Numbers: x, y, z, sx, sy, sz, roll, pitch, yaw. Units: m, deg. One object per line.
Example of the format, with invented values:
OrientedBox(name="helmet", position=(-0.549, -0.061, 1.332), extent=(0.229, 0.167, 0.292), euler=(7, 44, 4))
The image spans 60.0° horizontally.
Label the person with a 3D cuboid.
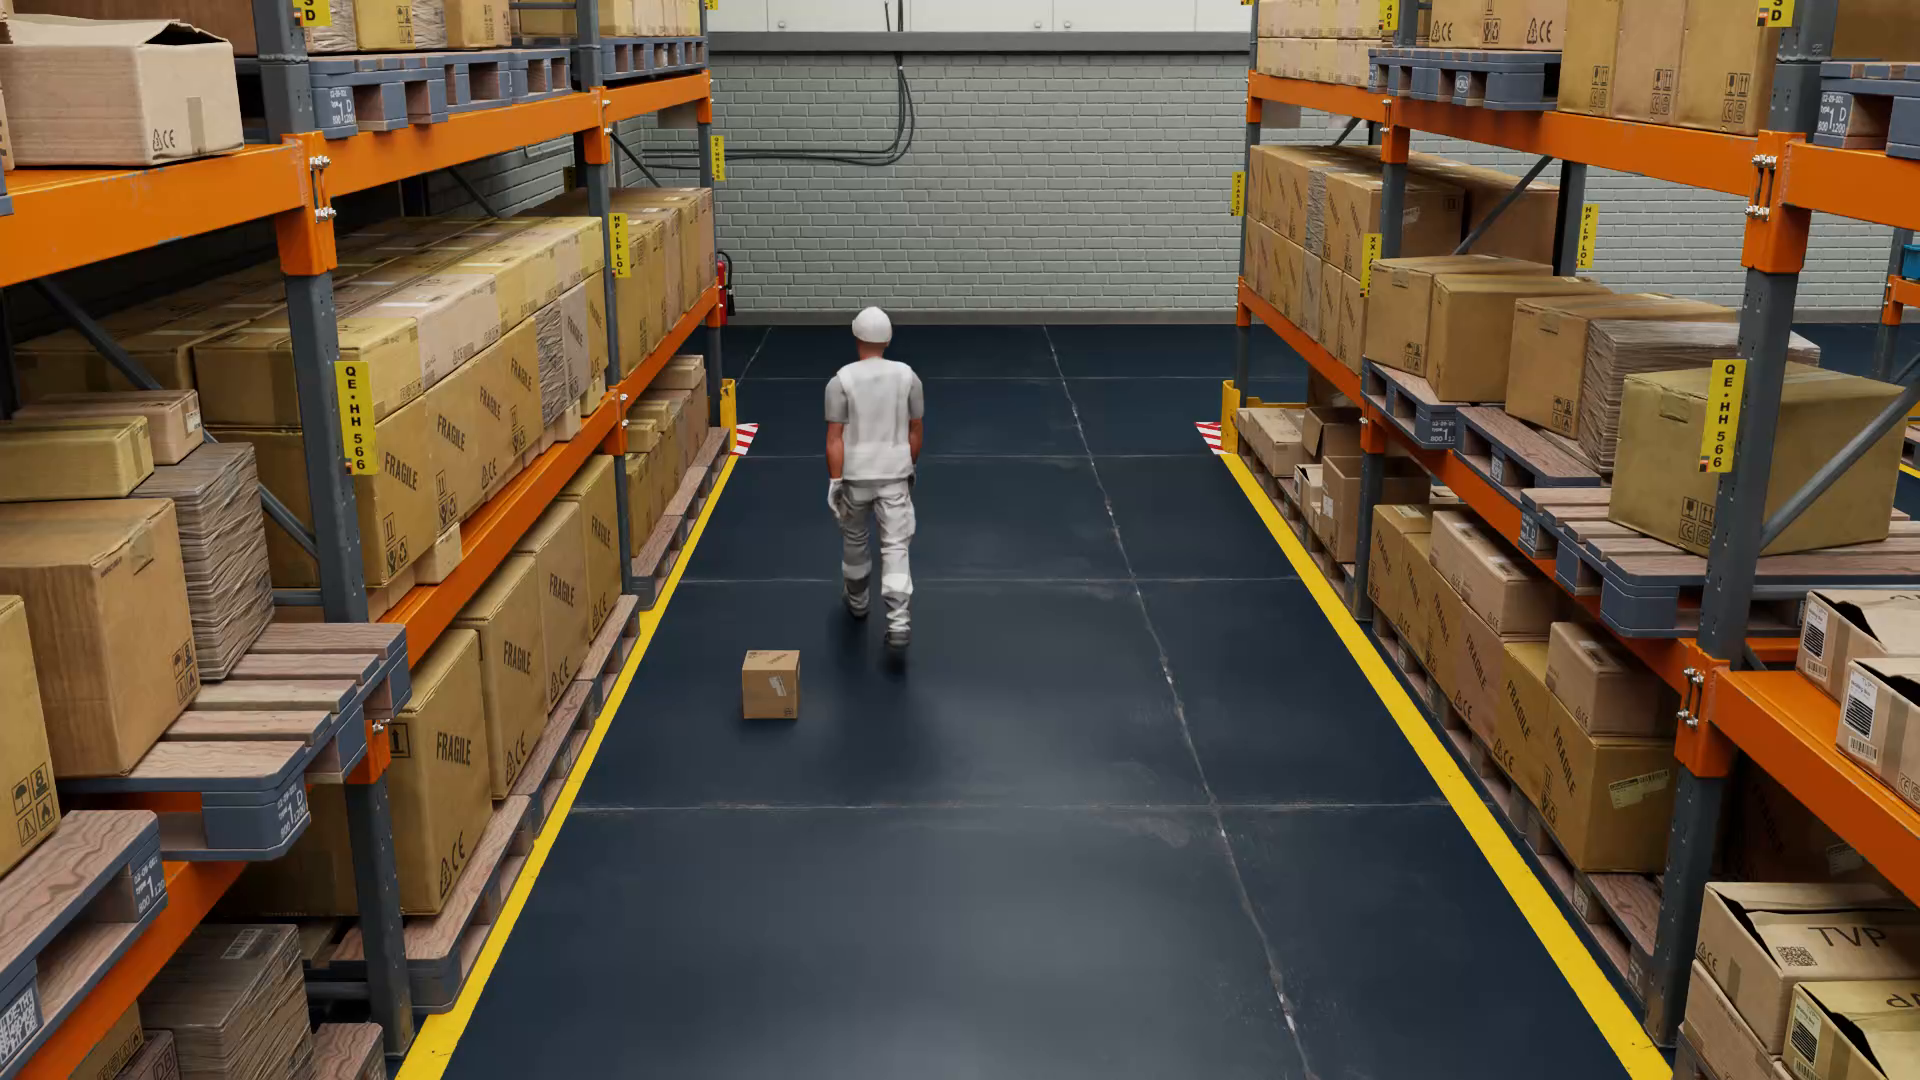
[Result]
OrientedBox(name="person", position=(-0.442, -0.338, 8.647), extent=(0.520, 1.744, 1.090), euler=(-2, 17, -8))
